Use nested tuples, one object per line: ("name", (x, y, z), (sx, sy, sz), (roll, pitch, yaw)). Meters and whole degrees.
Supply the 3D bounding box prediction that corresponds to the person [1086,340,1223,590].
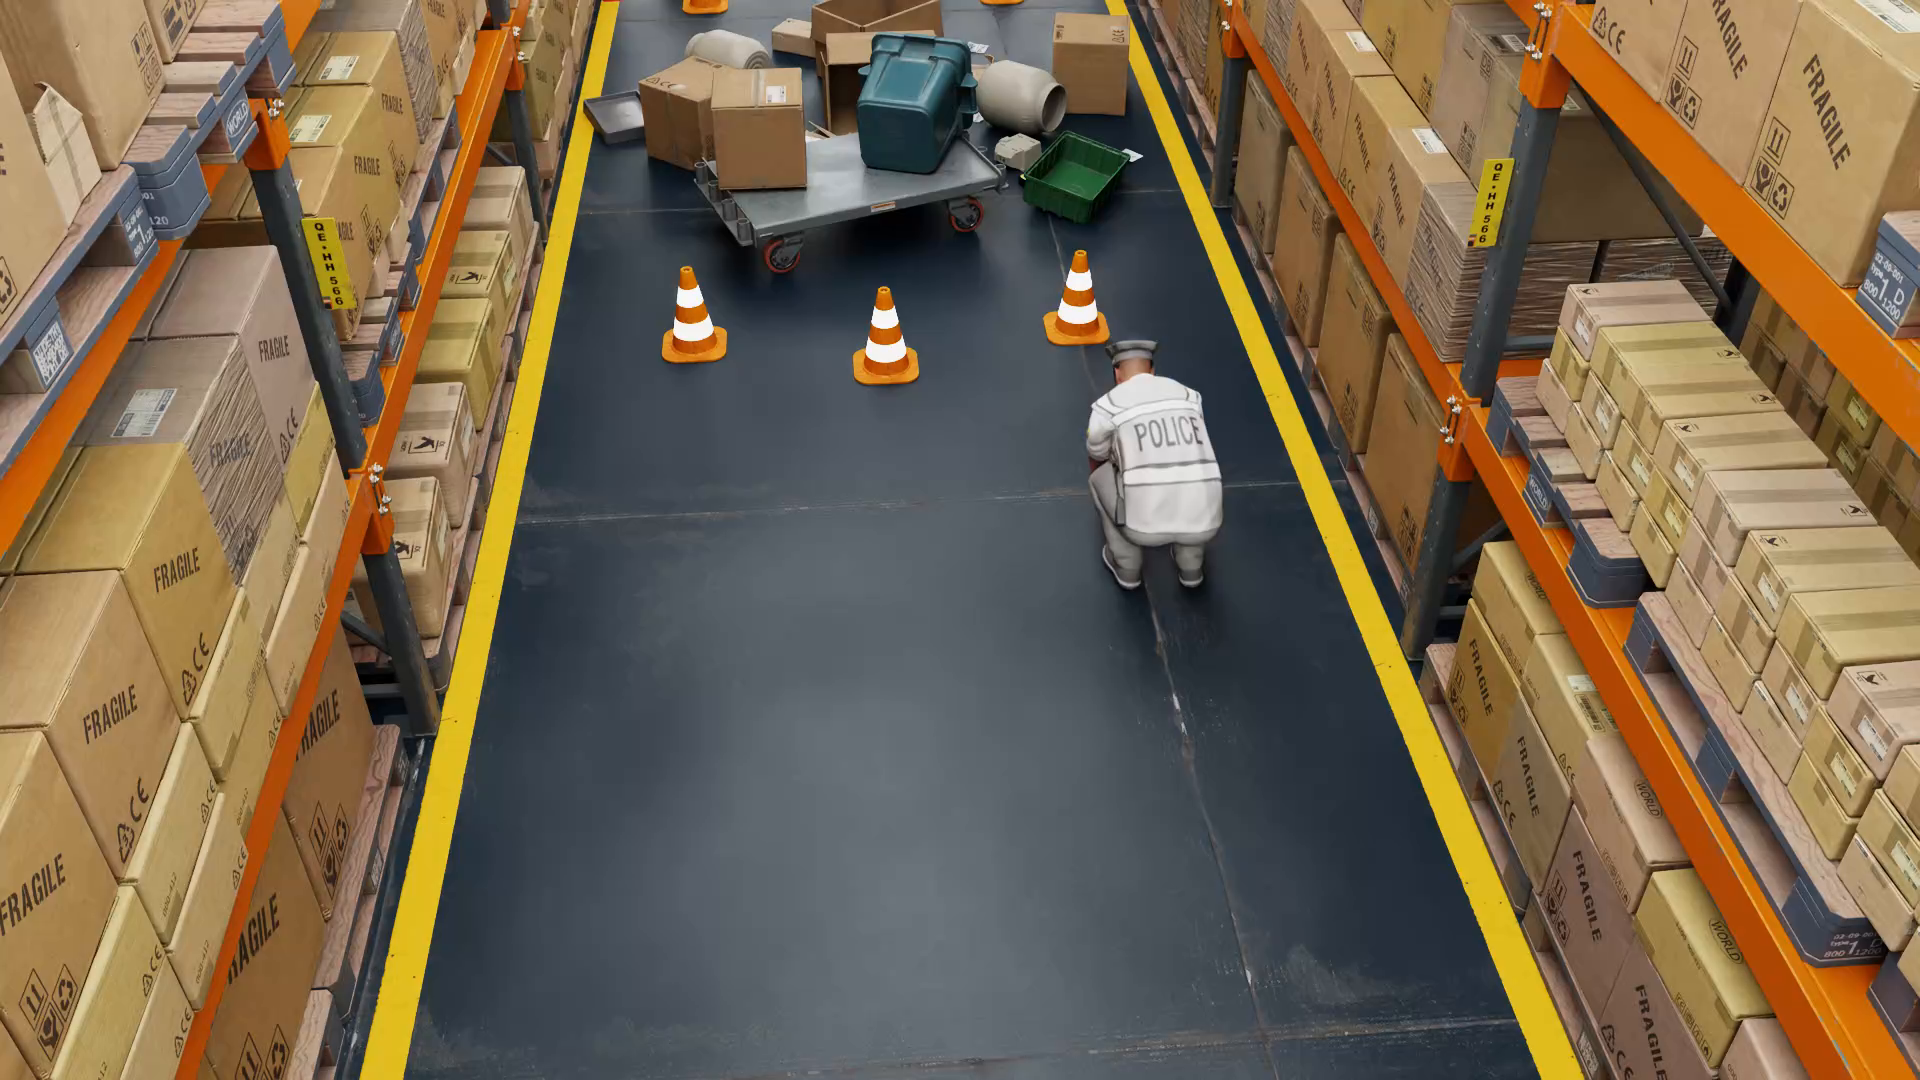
("person", (0.840, -0.320, 7.233), (0.554, 0.901, 0.956), (-3, 39, -4))
